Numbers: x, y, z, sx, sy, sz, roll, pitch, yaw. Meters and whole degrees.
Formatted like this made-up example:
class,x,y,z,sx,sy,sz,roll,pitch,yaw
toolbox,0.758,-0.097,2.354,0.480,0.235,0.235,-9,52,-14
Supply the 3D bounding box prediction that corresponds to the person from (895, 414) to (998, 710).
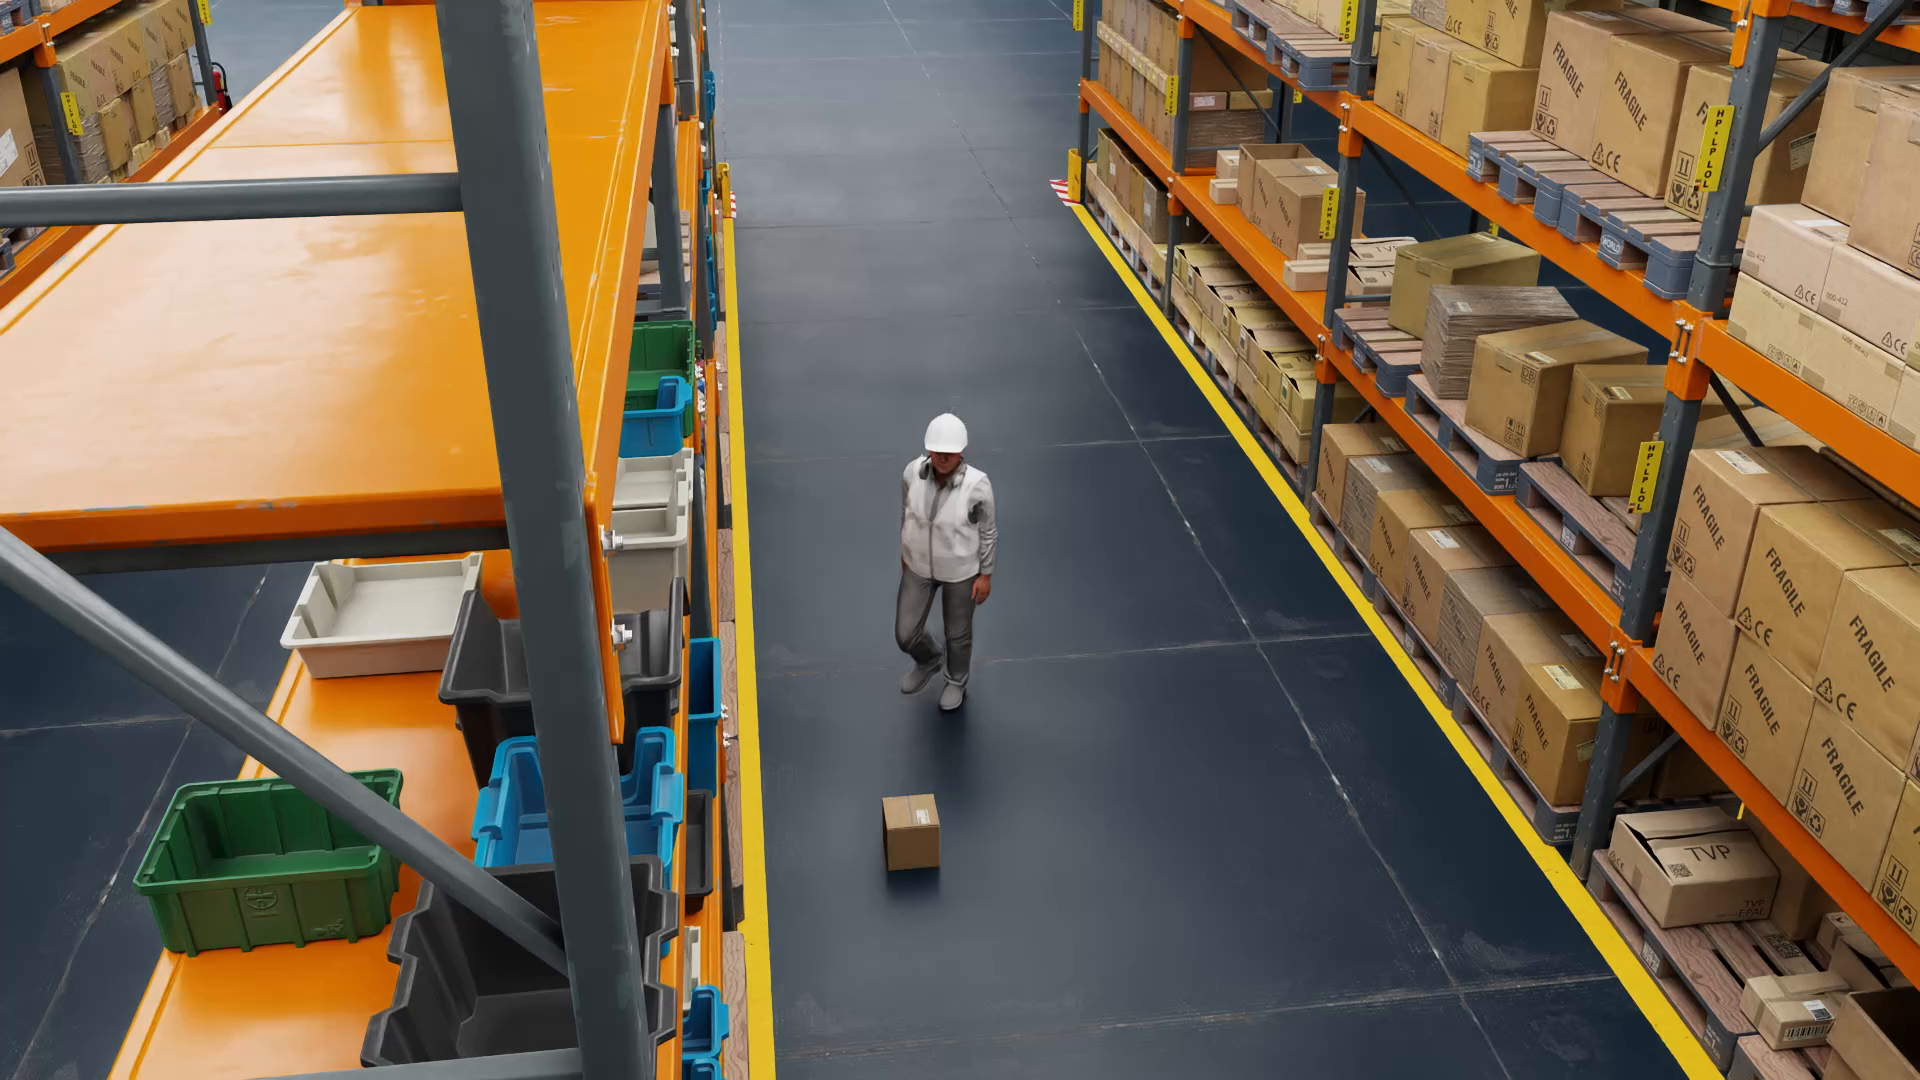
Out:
class,x,y,z,sx,sy,sz,roll,pitch,yaw
person,-0.072,0.130,8.783,0.567,1.761,0.488,8,28,16
